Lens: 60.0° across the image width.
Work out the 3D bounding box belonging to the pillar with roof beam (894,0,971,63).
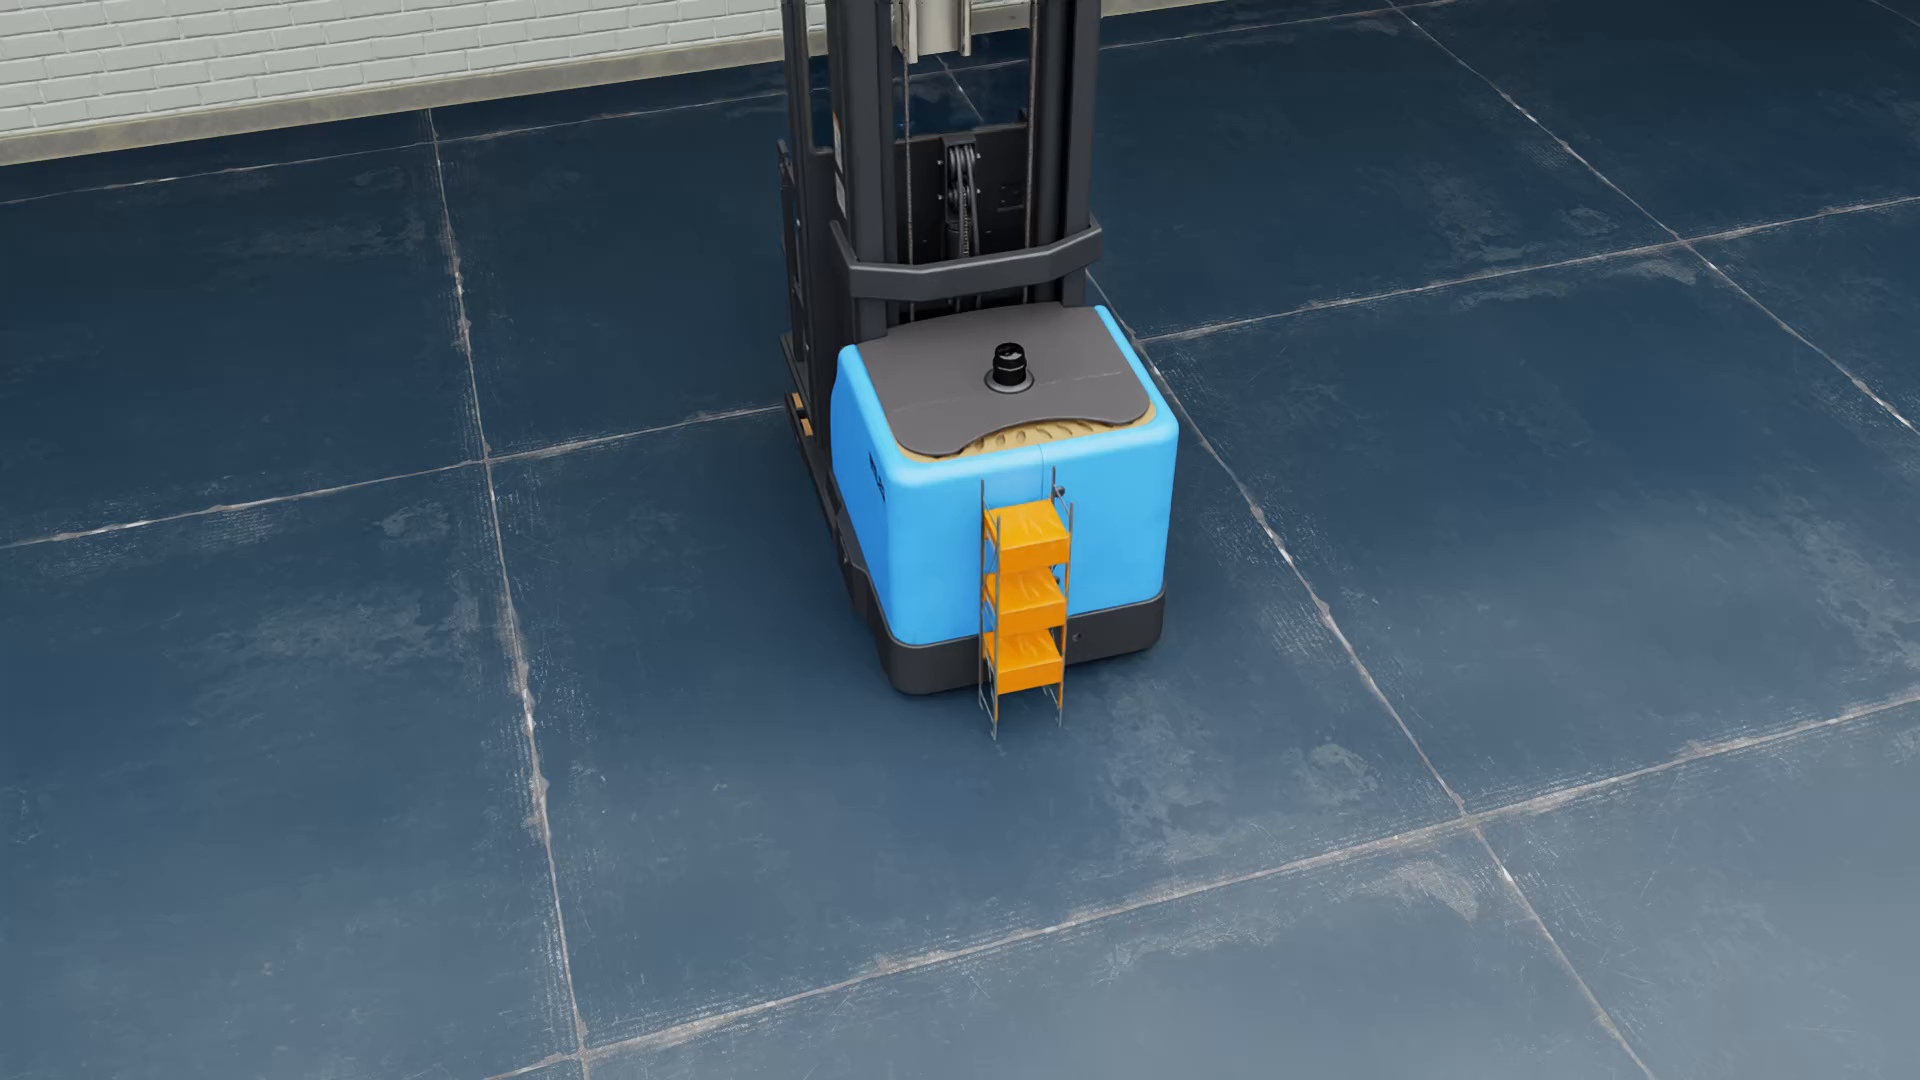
[{"bbox_3d":[1.126,-3.702,4.148,0.400,9.000,9.100,-12,42,-13],"label":"pillar with roof beam"}]

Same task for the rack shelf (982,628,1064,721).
[{"bbox_3d":[0.215,0.454,5.871,0.240,0.259,0.215,-11,42,-12],"label":"rack shelf"}]

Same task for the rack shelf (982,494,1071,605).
[{"bbox_3d":[0.215,0.031,5.501,0.240,0.259,0.215,-11,42,-12],"label":"rack shelf"}]

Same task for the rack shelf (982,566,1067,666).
[{"bbox_3d":[0.215,0.245,5.688,0.240,0.259,0.215,-11,42,-12],"label":"rack shelf"}]

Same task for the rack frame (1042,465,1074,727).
[{"bbox_3d":[0.332,0.215,5.706,0.008,1.050,0.200,-11,42,-12],"label":"rack frame"}]

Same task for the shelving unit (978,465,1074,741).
[{"bbox_3d":[0.215,0.237,5.681,0.252,1.050,0.215,-11,42,-12],"label":"shelving unit"}]

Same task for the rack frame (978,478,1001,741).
[{"bbox_3d":[0.097,0.259,5.656,0.008,1.050,0.200,-11,42,-12],"label":"rack frame"}]

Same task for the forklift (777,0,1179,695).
[{"bbox_3d":[-0.136,-1.526,6.270,1.130,2.935,3.031,-11,42,-12],"label":"forklift"}]
